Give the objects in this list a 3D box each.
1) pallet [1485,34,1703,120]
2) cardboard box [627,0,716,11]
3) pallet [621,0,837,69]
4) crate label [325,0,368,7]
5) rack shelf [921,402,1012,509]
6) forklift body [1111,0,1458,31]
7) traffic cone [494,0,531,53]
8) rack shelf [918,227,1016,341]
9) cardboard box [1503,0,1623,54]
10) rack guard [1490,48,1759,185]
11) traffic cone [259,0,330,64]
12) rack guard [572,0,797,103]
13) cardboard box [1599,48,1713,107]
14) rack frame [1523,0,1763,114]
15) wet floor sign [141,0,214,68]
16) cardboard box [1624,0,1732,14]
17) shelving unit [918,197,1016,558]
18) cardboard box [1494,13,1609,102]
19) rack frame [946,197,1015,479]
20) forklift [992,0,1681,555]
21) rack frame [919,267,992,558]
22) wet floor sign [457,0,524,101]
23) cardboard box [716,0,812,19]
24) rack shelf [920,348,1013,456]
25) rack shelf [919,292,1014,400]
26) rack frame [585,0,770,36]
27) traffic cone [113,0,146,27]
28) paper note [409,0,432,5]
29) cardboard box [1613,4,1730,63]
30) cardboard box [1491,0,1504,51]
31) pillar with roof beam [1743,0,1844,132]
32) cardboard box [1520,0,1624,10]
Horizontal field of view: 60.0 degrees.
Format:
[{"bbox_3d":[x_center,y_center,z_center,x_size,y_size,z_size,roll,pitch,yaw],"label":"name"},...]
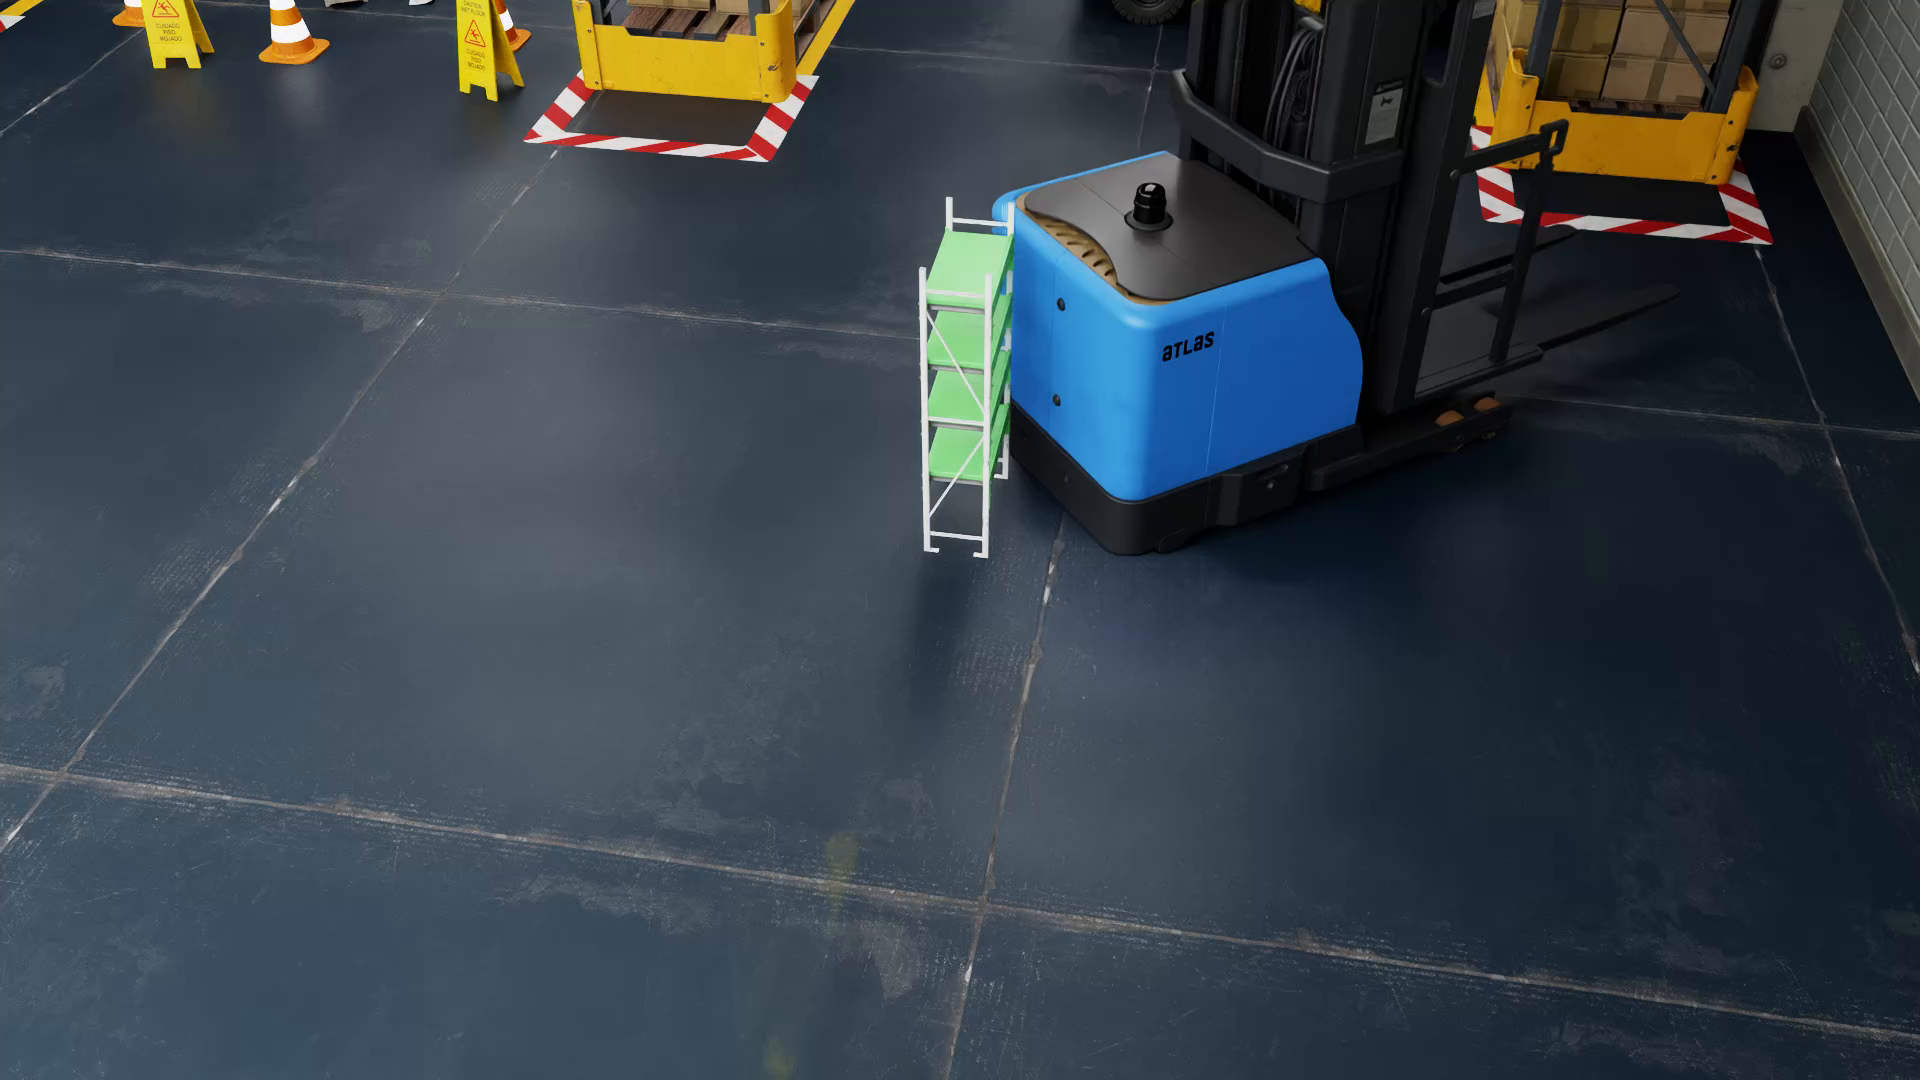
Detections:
[{"bbox_3d":[3.453,-2.546,9.163,1.003,0.211,1.213,6,40,8],"label":"pallet"},{"bbox_3d":[-1.649,-3.335,9.758,0.500,0.250,0.500,6,40,7],"label":"cardboard box"},{"bbox_3d":[-1.339,-3.160,9.906,1.003,0.211,1.213,6,40,8],"label":"pallet"},{"bbox_3d":[-3.801,-3.399,10.254,0.250,0.136,0.298,-13,41,-15],"label":"crate label"},{"bbox_3d":[0.029,-0.332,6.187,0.258,0.148,0.480,6,40,8],"label":"rack shelf"},{"bbox_3d":[1.893,-4.200,9.642,2.313,2.155,1.214,6,40,8],"label":"forklift body"},{"bbox_3d":[-2.724,-3.115,9.655,0.336,0.463,0.334,6,40,8],"label":"traffic cone"},{"bbox_3d":[0.029,-0.887,5.728,0.258,0.148,0.480,6,40,8],"label":"rack shelf"},{"bbox_3d":[3.138,-2.771,8.683,0.500,0.250,0.500,6,40,7],"label":"cardboard box"},{"bbox_3d":[3.358,-2.157,8.467,1.175,0.500,0.348,6,40,8],"label":"rack guard"},{"bbox_3d":[-3.876,-3.024,9.545,0.336,0.463,0.334,6,40,8],"label":"traffic cone"},{"bbox_3d":[-1.515,-2.765,9.202,1.175,0.500,0.348,6,40,8],"label":"rack guard"},{"bbox_3d":[3.639,-2.525,8.778,0.500,0.250,0.500,7,40,8],"label":"cardboard box"},{"bbox_3d":[3.362,-3.136,7.689,1.000,3.000,0.127,6,40,8],"label":"rack frame"},{"bbox_3d":[-4.475,-3.019,9.396,0.267,0.644,0.232,0,40,0],"label":"wet floor sign"},{"bbox_3d":[3.631,-2.904,8.452,0.500,0.250,0.500,6,40,7],"label":"cardboard box"},{"bbox_3d":[0.029,-0.566,5.993,0.258,1.200,0.503,6,40,8],"label":"shelving unit"},{"bbox_3d":[3.132,-2.568,8.830,0.500,0.250,0.500,7,40,8],"label":"cardboard box"},{"bbox_3d":[0.071,-0.719,6.179,0.240,1.200,0.015,6,40,8],"label":"rack frame"},{"bbox_3d":[1.643,-1.755,6.073,3.031,2.935,1.130,-20,43,-22],"label":"forklift"},{"bbox_3d":[-0.014,-0.413,5.808,0.240,1.200,0.015,6,40,8],"label":"rack frame"},{"bbox_3d":[-2.615,-2.772,9.097,0.267,0.644,0.232,20,44,23],"label":"wet floor sign"},{"bbox_3d":[-1.116,-3.259,9.666,0.500,0.250,0.500,6,40,7],"label":"cardboard box"},{"bbox_3d":[0.029,-0.517,6.034,0.258,0.148,0.480,6,40,8],"label":"rack shelf"},{"bbox_3d":[0.029,-0.702,5.881,0.258,0.148,0.480,6,40,8],"label":"rack shelf"},{"bbox_3d":[-1.528,-3.681,8.348,1.000,3.000,0.127,6,40,8],"label":"rack frame"},{"bbox_3d":[-4.930,-3.362,9.954,0.336,0.463,0.334,6,40,8],"label":"traffic cone"},{"bbox_3d":[-3.325,-3.349,10.277,0.148,0.019,0.142,-6,40,-8],"label":"paper note"},{"bbox_3d":[3.648,-2.703,8.601,0.500,0.250,0.500,7,40,8],"label":"cardboard box"},{"bbox_3d":[3.227,-2.879,9.206,0.500,0.250,0.500,6,40,8],"label":"cardboard box"},{"bbox_3d":[0.130,-6.260,6.760,9.100,9.000,0.400,6,40,8],"label":"pillar with roof beam"},{"bbox_3d":[3.134,-2.947,8.504,0.500,0.250,0.500,8,40,9],"label":"cardboard box"}]
